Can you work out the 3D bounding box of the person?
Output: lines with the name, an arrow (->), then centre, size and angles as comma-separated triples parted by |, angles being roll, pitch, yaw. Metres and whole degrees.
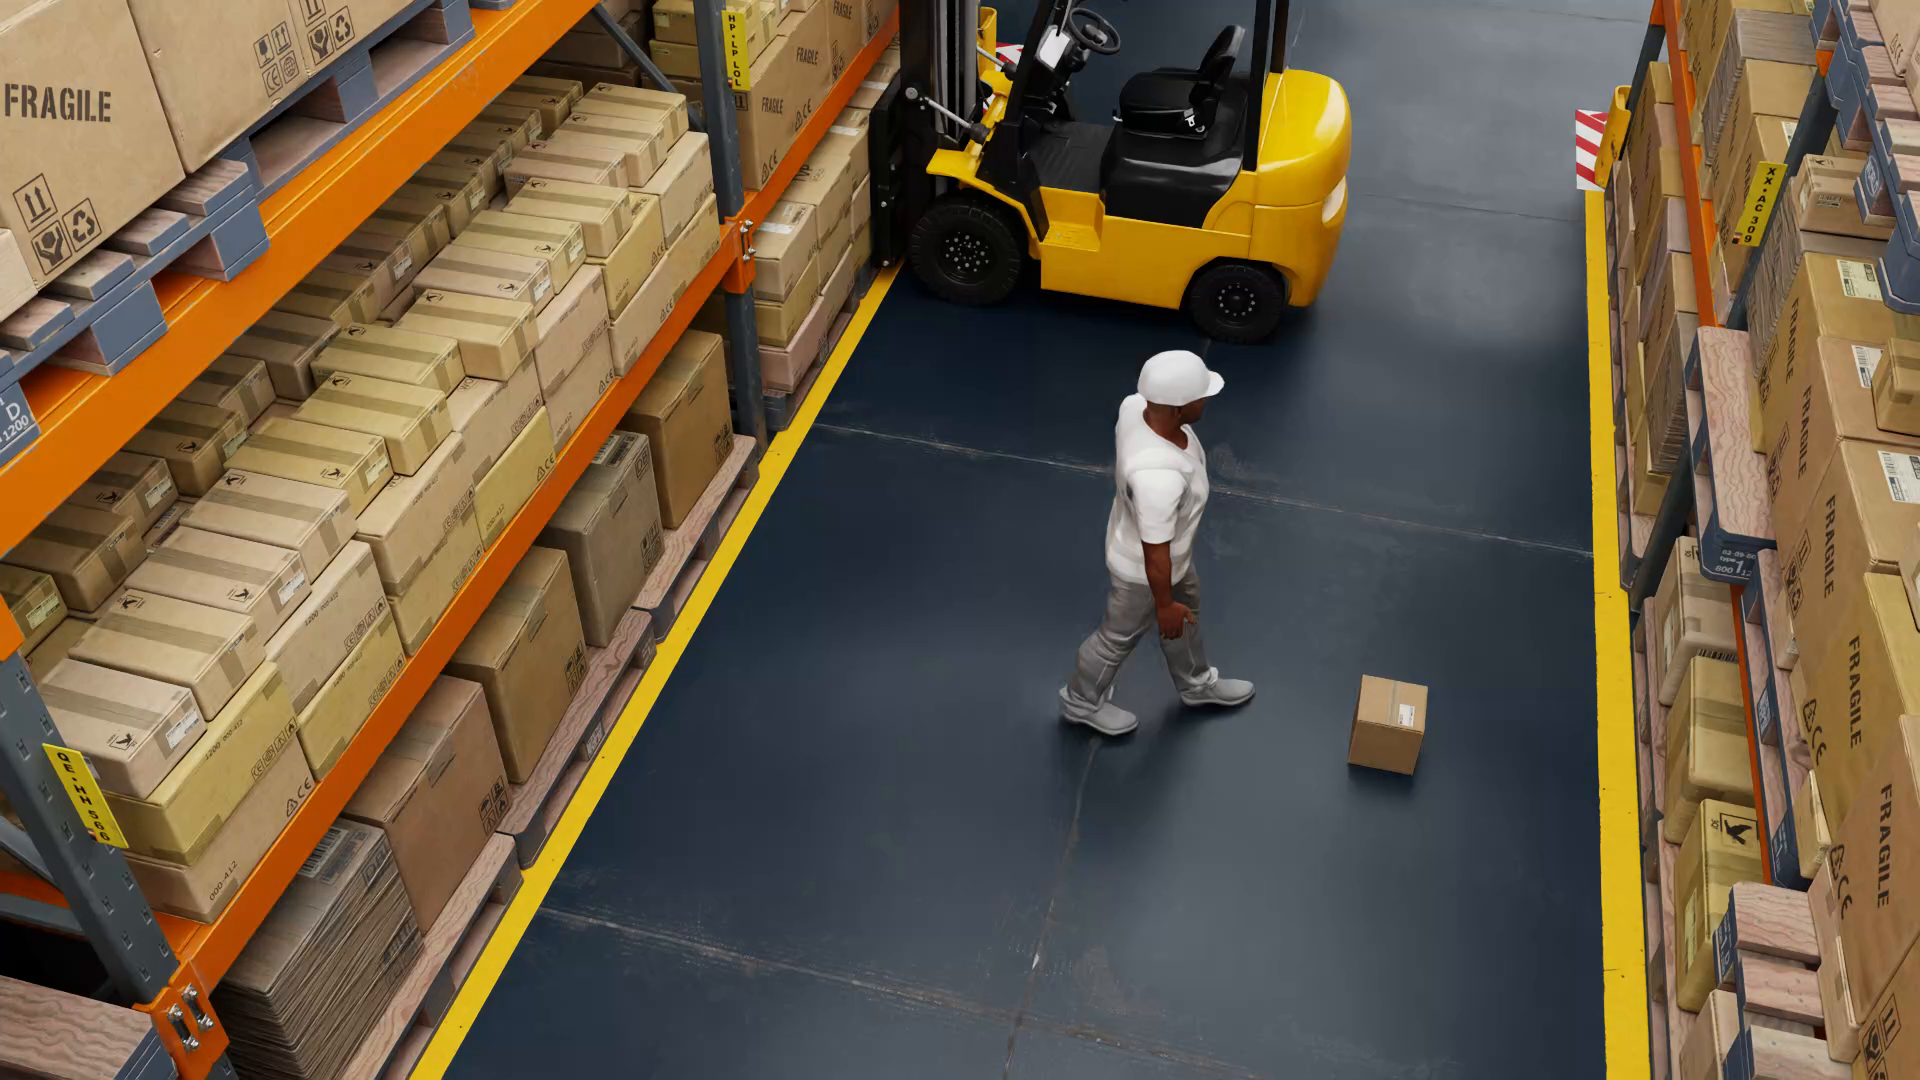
person -> 0.780, 0.056, 6.050 | 0.783, 1.746, 0.589 | 4, 41, 5
